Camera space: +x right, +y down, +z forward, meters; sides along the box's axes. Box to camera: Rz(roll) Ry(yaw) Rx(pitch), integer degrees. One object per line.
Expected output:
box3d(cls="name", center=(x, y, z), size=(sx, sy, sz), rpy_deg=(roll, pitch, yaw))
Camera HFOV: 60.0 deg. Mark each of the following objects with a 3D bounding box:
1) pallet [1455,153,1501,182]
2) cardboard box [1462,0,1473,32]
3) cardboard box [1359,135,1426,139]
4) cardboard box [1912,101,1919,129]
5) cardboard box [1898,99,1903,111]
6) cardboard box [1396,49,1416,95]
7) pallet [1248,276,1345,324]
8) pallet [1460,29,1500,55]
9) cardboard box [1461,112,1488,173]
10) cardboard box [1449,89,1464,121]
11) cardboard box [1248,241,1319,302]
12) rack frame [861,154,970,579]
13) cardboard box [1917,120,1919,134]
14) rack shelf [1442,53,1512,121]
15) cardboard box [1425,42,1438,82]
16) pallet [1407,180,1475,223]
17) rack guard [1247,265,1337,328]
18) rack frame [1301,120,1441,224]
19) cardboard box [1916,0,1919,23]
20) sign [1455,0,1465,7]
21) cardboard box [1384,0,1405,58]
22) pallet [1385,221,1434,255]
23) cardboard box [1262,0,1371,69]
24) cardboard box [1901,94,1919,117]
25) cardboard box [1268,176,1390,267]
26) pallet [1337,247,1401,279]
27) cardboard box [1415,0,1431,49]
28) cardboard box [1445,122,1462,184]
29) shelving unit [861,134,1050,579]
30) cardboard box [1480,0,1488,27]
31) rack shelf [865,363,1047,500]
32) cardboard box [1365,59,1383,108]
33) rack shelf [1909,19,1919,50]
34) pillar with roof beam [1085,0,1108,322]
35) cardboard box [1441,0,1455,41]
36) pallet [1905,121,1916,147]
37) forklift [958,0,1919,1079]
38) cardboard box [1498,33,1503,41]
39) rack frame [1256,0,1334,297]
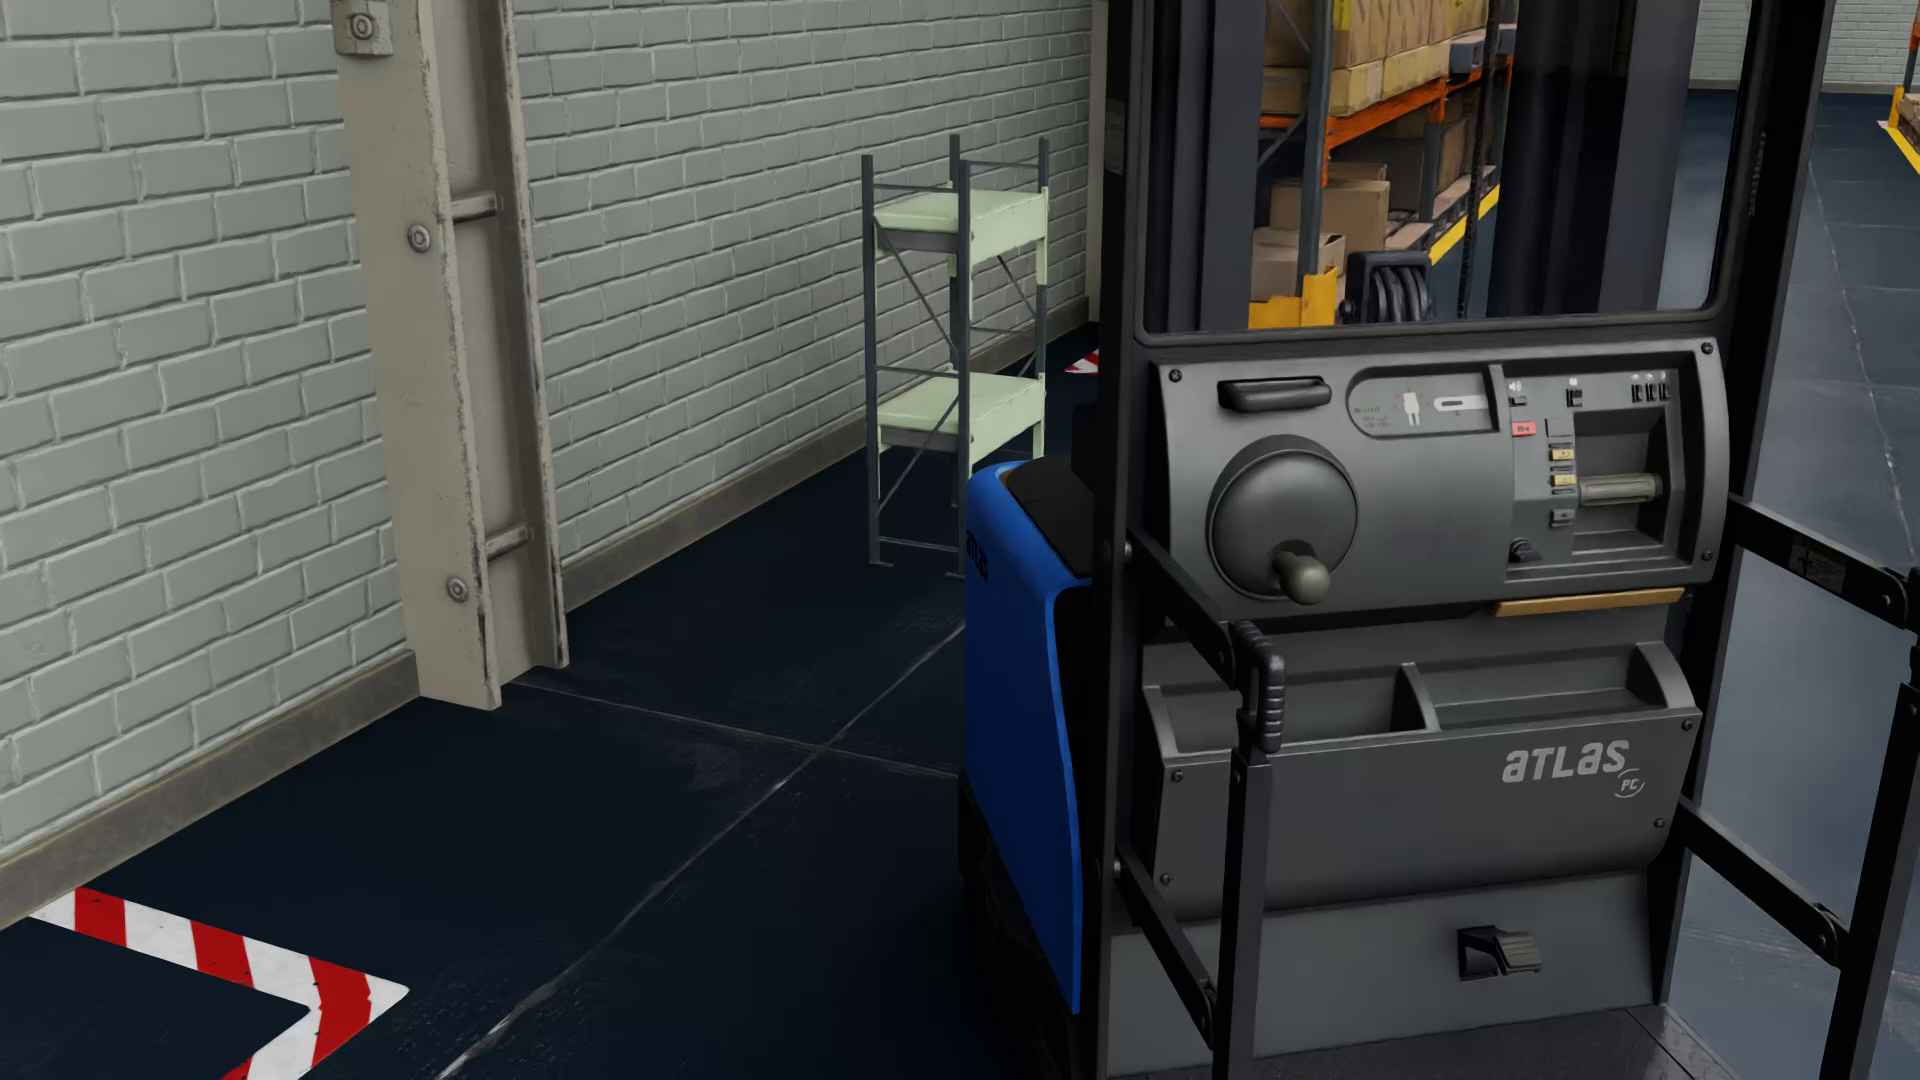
box3d(cls="pallet", center=(5.153, -3.843, 16.959), size=(1.003, 0.211, 1.213), rpy_deg=(9, 21, 23))
box3d(cls="cardboard box", center=(3.840, -4.484, 13.794), size=(0.700, 0.500, 0.500), rpy_deg=(12, 23, 30))
box3d(cls="cardboard box", center=(3.576, -3.125, 13.852), size=(0.700, 0.500, 0.500), rpy_deg=(8, 21, 22))
box3d(cls="cardboard box", center=(11.202, -4.853, 18.994), size=(0.500, 0.311, 0.500), rpy_deg=(9, 21, 23))
box3d(cls="cardboard box", center=(12.073, -5.476, 20.988), size=(0.380, 0.149, 0.250), rpy_deg=(9, 21, 23))
box3d(cls="cardboard box", center=(2.598, -2.994, 10.606), size=(0.500, 0.250, 0.500), rpy_deg=(9, 21, 23))
box3d(cls="pallet", center=(1.882, -1.433, 10.184), size=(1.003, 0.211, 1.213), rpy_deg=(9, 21, 23))
box3d(cls="pallet", center=(3.988, -4.225, 14.158), size=(1.003, 0.211, 1.213), rpy_deg=(9, 21, 23))
box3d(cls="cardboard box", center=(4.514, -3.728, 15.549), size=(0.700, 0.500, 0.500), rpy_deg=(9, 21, 23))
box3d(cls="cardboard box", center=(4.224, -3.916, 14.958), size=(0.500, 0.250, 0.500), rpy_deg=(9, 21, 24))
box3d(cls="cardboard box", center=(1.851, -1.620, 9.903), size=(0.500, 0.311, 0.500), rpy_deg=(6, 20, 17))
box3d(cls="rack frame", center=(-0.153, -0.593, 5.897), size=(0.400, 1.500, 0.023), rpy_deg=(9, 21, 23))
box3d(cls="cardboard box", center=(10.895, -4.713, 18.318), size=(0.500, 0.500, 0.500), rpy_deg=(9, 21, 23))
box3d(cls="rack shelf", center=(3.943, -3.975, 14.244), size=(1.077, 0.370, 4.000), rpy_deg=(9, 21, 23))
box3d(cls="cardboard box", center=(2.995, -3.304, 11.477), size=(0.500, 0.250, 0.500), rpy_deg=(9, 21, 23))
box3d(cls="pallet", center=(3.939, -3.002, 14.594), size=(1.003, 0.211, 1.213), rpy_deg=(9, 21, 23))
box3d(cls="rack guard", center=(1.517, -1.326, 9.451), size=(1.175, 0.500, 0.348), rpy_deg=(9, 21, 23))
box3d(cls="rack frame", center=(3.124, -3.703, 12.405), size=(1.000, 3.000, 0.127), rpy_deg=(9, 21, 23))
box3d(cls="cardboard box", center=(12.136, -6.640, 20.515), size=(0.500, 0.500, 0.500), rpy_deg=(9, 21, 24))
box3d(cls="sign", center=(3.622, -4.039, 12.057), size=(0.100, 0.325, 0.005), rpy_deg=(9, 21, 23))
box3d(cls="cardboard box", center=(2.384, -3.184, 10.020), size=(0.500, 0.500, 0.500), rpy_deg=(8, 21, 21))
box3d(cls="pallet", center=(2.881, -2.179, 12.281), size=(1.003, 0.211, 1.213), rpy_deg=(9, 21, 23))
box3d(cls="cardboard box", center=(1.955, -2.877, 9.157), size=(0.500, 0.500, 0.500), rpy_deg=(9, 21, 23))
box3d(cls="cardboard box", center=(11.872, -5.324, 20.411), size=(0.500, 0.250, 0.500), rpy_deg=(9, 21, 23))
box3d(cls="cardboard box", center=(2.431, -2.101, 10.973), size=(0.700, 0.500, 0.500), rpy_deg=(7, 21, 19))
box3d(cls="pallet", center=(2.383, -1.805, 11.229), size=(1.003, 0.211, 1.213), rpy_deg=(9, 21, 23))
box3d(cls="cardboard box", center=(2.797, -3.502, 10.915), size=(0.500, 0.500, 0.500), rpy_deg=(8, 21, 21))
box3d(cls="cardboard box", center=(4.020, -3.431, 14.713), size=(0.700, 0.500, 0.500), rpy_deg=(8, 21, 22))
box3d(cls="shelving unit", center=(-0.003, -0.705, 6.212), size=(0.431, 1.500, 0.755), rpy_deg=(9, 21, 23))
box3d(cls="cardboard box", center=(4.374, -4.861, 14.854), size=(0.700, 0.500, 0.500), rpy_deg=(6, 21, 18))
box3d(cls="rack shelf", center=(-0.003, -0.397, 6.321), size=(0.431, 0.370, 0.720), rpy_deg=(9, 21, 23))
box3d(cls="cardboard box", center=(2.175, -2.685, 9.737), size=(0.500, 0.250, 0.500), rpy_deg=(8, 21, 21))
box3d(cls="rack shelf", center=(11.739, -5.742, 19.213), size=(1.077, 0.370, 4.000), rpy_deg=(9, 21, 23))
box3d(cls="pillar with roof beam", center=(4.911, -5.049, 7.236), size=(9.100, 9.000, 0.400), rpy_deg=(9, 21, 23))
box3d(cls="cardboard box", center=(3.212, -3.808, 11.775), size=(0.500, 0.500, 0.500), rpy_deg=(8, 21, 23))
box3d(cls="pallet", center=(11.701, -4.740, 19.483), size=(1.003, 0.211, 1.213), rpy_deg=(9, 21, 23))
box3d(cls="forklift", center=(0.800, -0.096, 2.365), size=(1.130, 2.935, 3.031), rpy_deg=(-4, 20, -11))
box3d(cls="cardboard box", center=(5.108, -4.886, 16.075), size=(0.380, 0.149, 0.250), rpy_deg=(8, 21, 22))
box3d(cls="rack frame", center=(1.486, -2.480, 8.966), size=(1.000, 3.000, 0.127), rpy_deg=(9, 21, 23))
